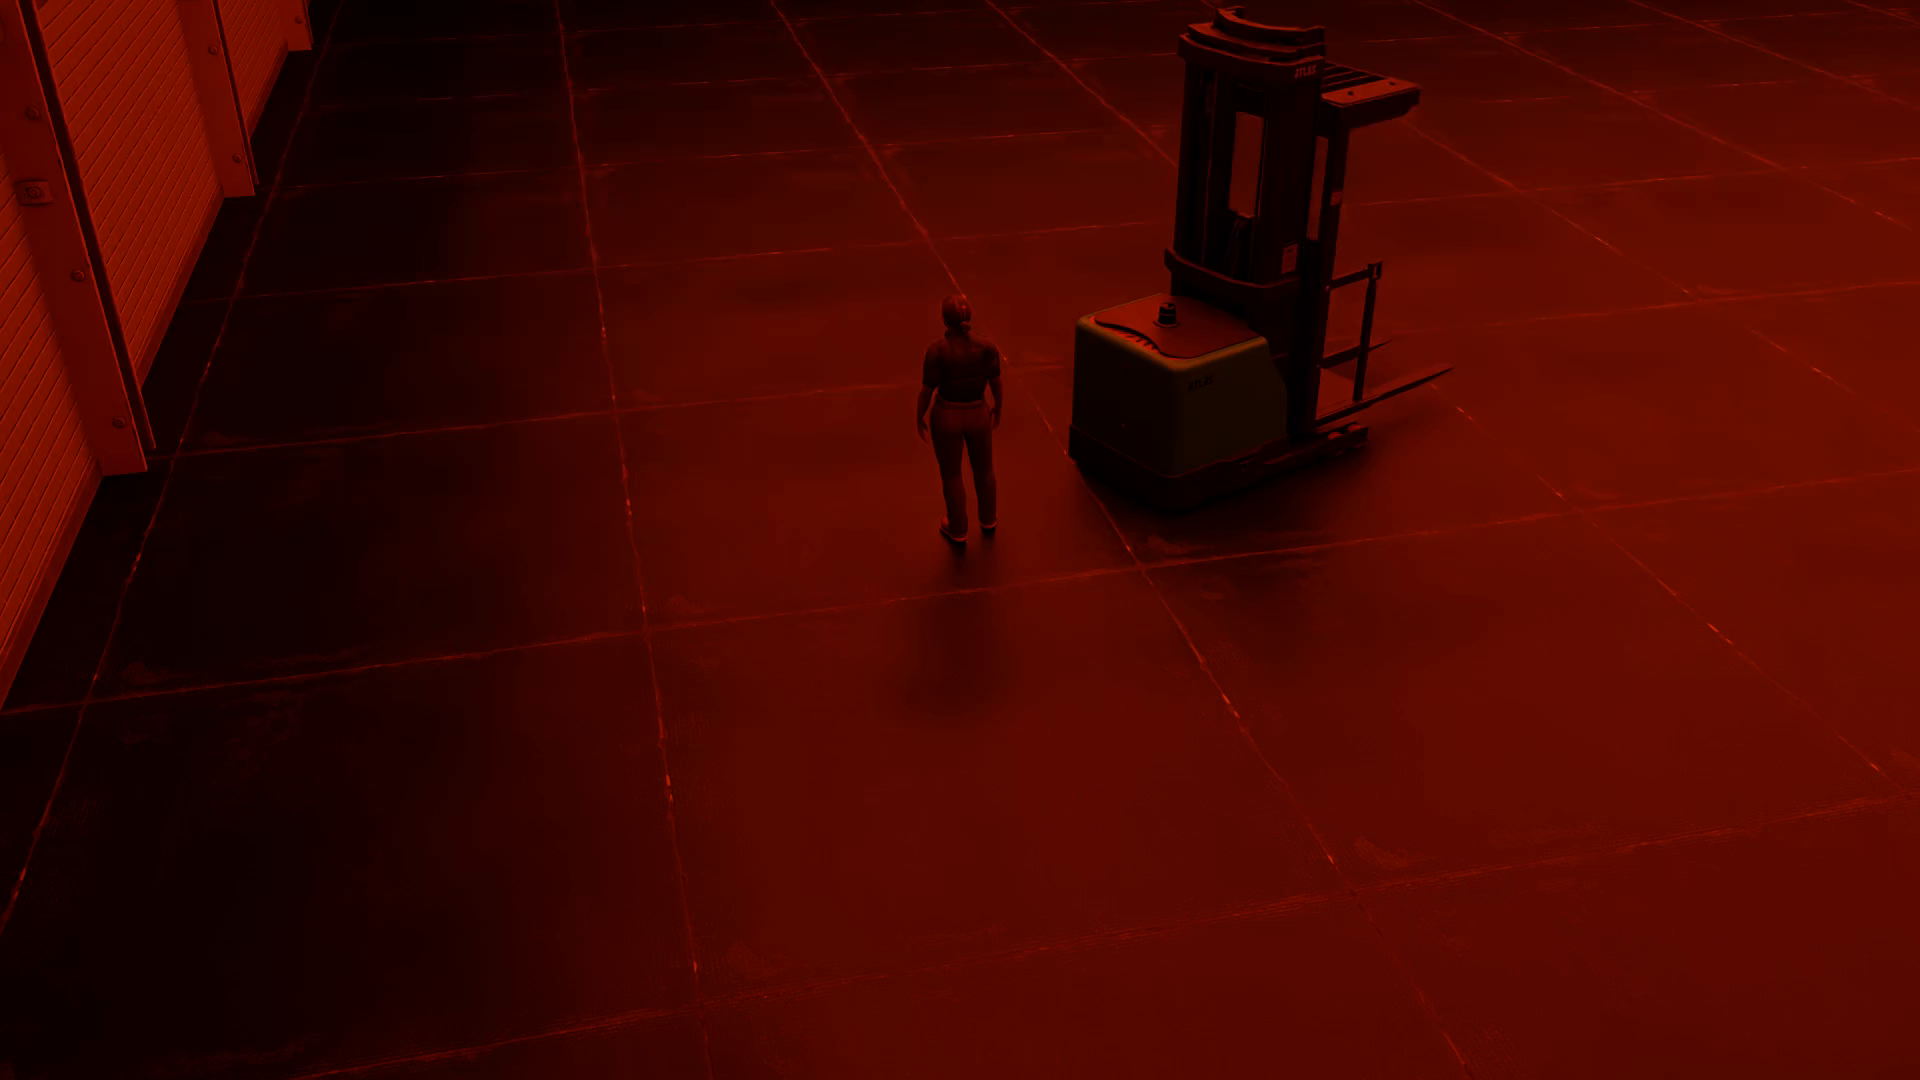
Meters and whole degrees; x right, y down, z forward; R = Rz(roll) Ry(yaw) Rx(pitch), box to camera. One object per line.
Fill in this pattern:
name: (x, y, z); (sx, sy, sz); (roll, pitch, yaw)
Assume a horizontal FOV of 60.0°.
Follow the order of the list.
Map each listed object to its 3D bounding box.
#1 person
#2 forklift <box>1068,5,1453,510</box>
person: (-0.001, -0.768, 10.160); (0.569, 1.656, 0.503); (-7, 31, -12)
forklift: (2.227, -2.041, 11.099); (3.031, 2.935, 1.130); (-20, 36, -31)
